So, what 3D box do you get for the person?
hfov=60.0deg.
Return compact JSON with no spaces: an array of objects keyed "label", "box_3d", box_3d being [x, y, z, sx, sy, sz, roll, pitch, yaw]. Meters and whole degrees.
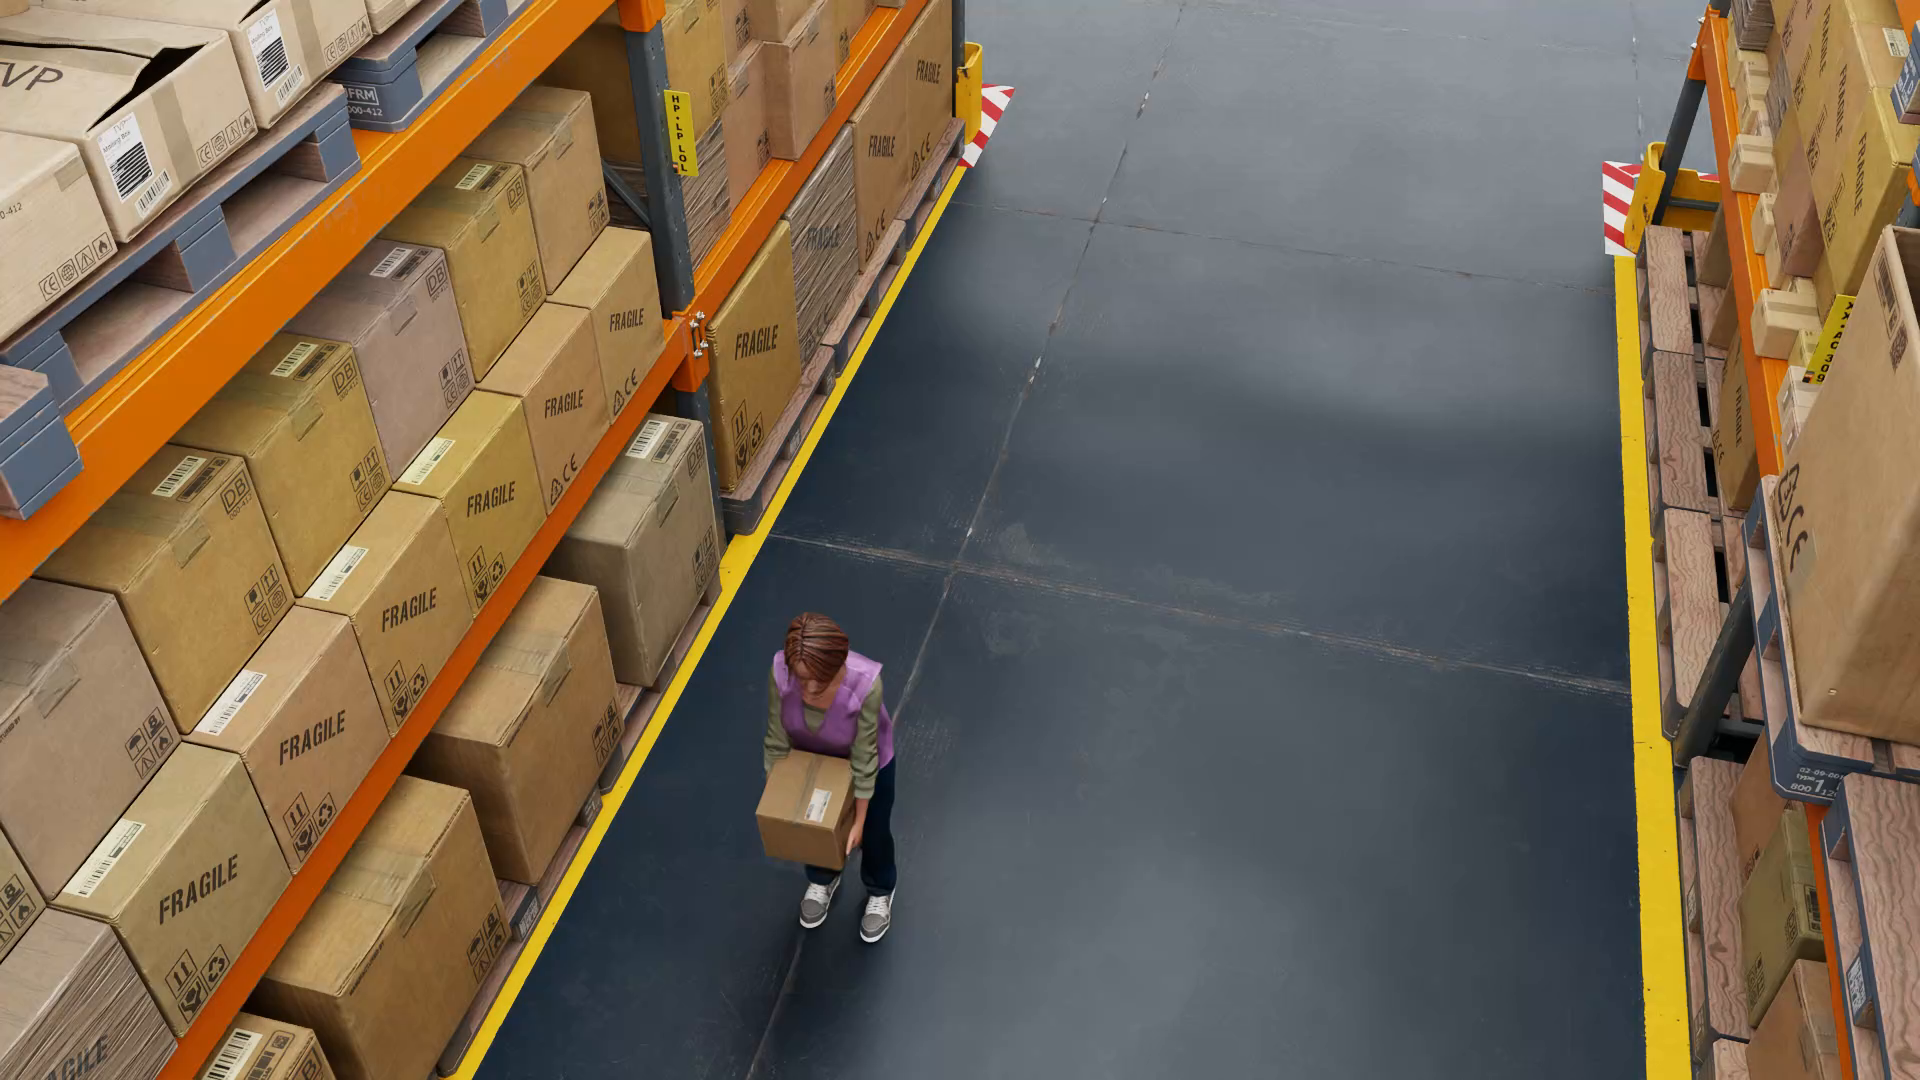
[{"label":"person","box_3d":[-0.407,0.763,5.340,0.372,1.560,0.532,9,42,10]}]
